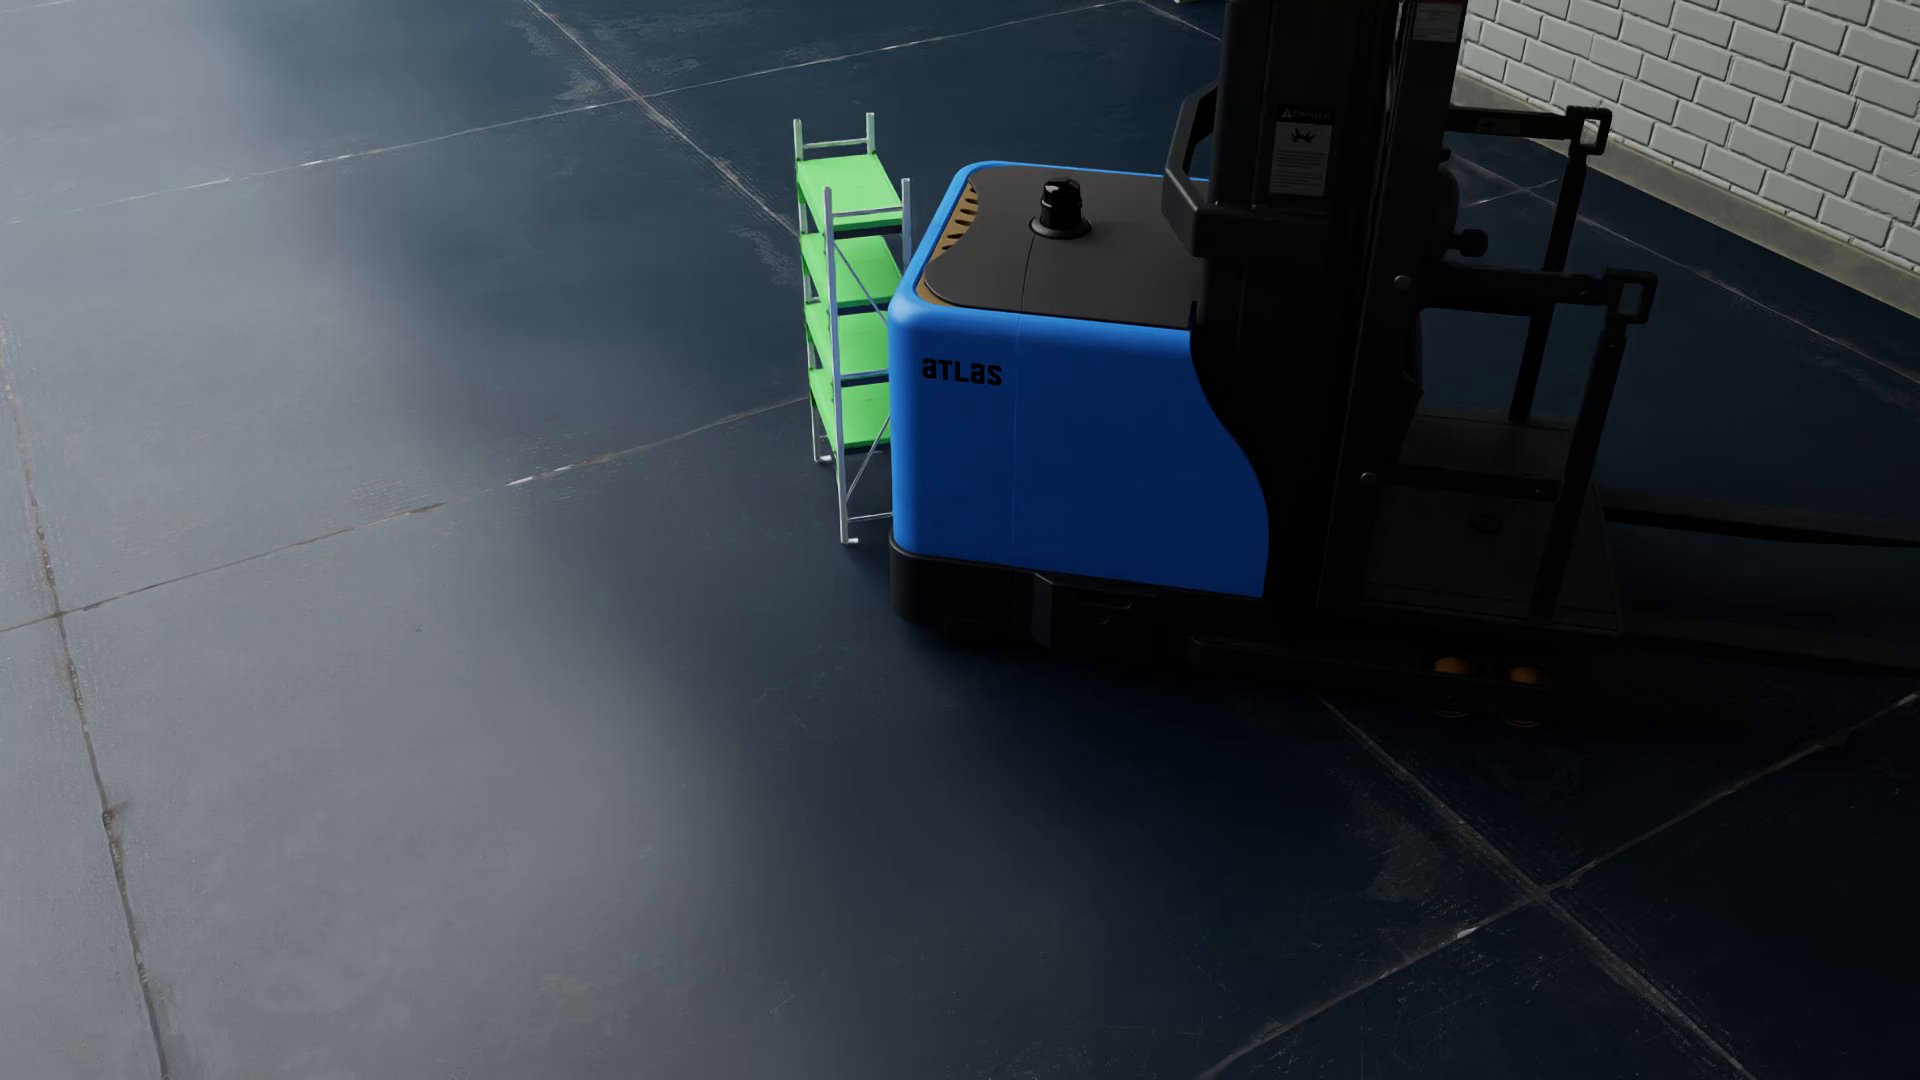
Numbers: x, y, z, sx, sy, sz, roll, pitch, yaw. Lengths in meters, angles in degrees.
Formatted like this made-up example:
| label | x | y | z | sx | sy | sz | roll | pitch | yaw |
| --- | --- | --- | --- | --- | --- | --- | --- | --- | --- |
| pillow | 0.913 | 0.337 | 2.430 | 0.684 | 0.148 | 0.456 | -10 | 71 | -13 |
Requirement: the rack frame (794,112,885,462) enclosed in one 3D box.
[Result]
| label | x | y | z | sx | sy | sz | roll | pitch | yaw |
| --- | --- | --- | --- | --- | --- | --- | --- | --- | --- |
| rack frame | -0.374 | -0.770 | 5.287 | 0.240 | 1.200 | 0.015 | -8 | 37 | -11 |

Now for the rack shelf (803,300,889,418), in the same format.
| label | x | y | z | sx | sy | sz | roll | pitch | yaw |
| --- | --- | --- | --- | --- | --- | --- | --- | --- | --- |
| rack shelf | -0.315 | -0.579 | 5.134 | 0.258 | 0.148 | 0.480 | -8 | 37 | -11 |

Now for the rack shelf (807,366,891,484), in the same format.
| label | x | y | z | sx | sy | sz | roll | pitch | yaw |
| --- | --- | --- | --- | --- | --- | --- | --- | --- | --- |
| rack shelf | -0.315 | -0.385 | 5.275 | 0.258 | 0.148 | 0.480 | -8 | 37 | -11 |

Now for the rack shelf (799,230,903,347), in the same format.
| label | x | y | z | sx | sy | sz | roll | pitch | yaw |
| --- | --- | --- | --- | --- | --- | --- | --- | --- | --- |
| rack shelf | -0.315 | -0.773 | 4.992 | 0.258 | 0.148 | 0.480 | -8 | 37 | -11 |

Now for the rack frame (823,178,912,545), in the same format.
| label | x | y | z | sx | sy | sz | roll | pitch | yaw |
| --- | --- | --- | --- | --- | --- | --- | --- | --- | --- |
| rack frame | -0.255 | -0.491 | 4.905 | 0.240 | 1.200 | 0.015 | -8 | 37 | -11 |

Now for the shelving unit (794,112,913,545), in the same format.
| label | x | y | z | sx | sy | sz | roll | pitch | yaw |
| --- | --- | --- | --- | --- | --- | --- | --- | --- | --- |
| shelving unit | -0.315 | -0.631 | 5.096 | 0.258 | 1.200 | 0.503 | -8 | 37 | -11 |

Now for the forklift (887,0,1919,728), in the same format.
| label | x | y | z | sx | sy | sz | roll | pitch | yaw |
| --- | --- | --- | --- | --- | --- | --- | --- | --- | --- |
| forklift | 1.368 | -1.015 | 4.154 | 3.031 | 2.935 | 1.130 | 7 | 37 | 10 |

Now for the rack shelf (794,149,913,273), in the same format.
| label | x | y | z | sx | sy | sz | roll | pitch | yaw |
| --- | --- | --- | --- | --- | --- | --- | --- | --- | --- |
| rack shelf | -0.315 | -0.967 | 4.851 | 0.258 | 0.148 | 0.480 | -8 | 37 | -11 |
